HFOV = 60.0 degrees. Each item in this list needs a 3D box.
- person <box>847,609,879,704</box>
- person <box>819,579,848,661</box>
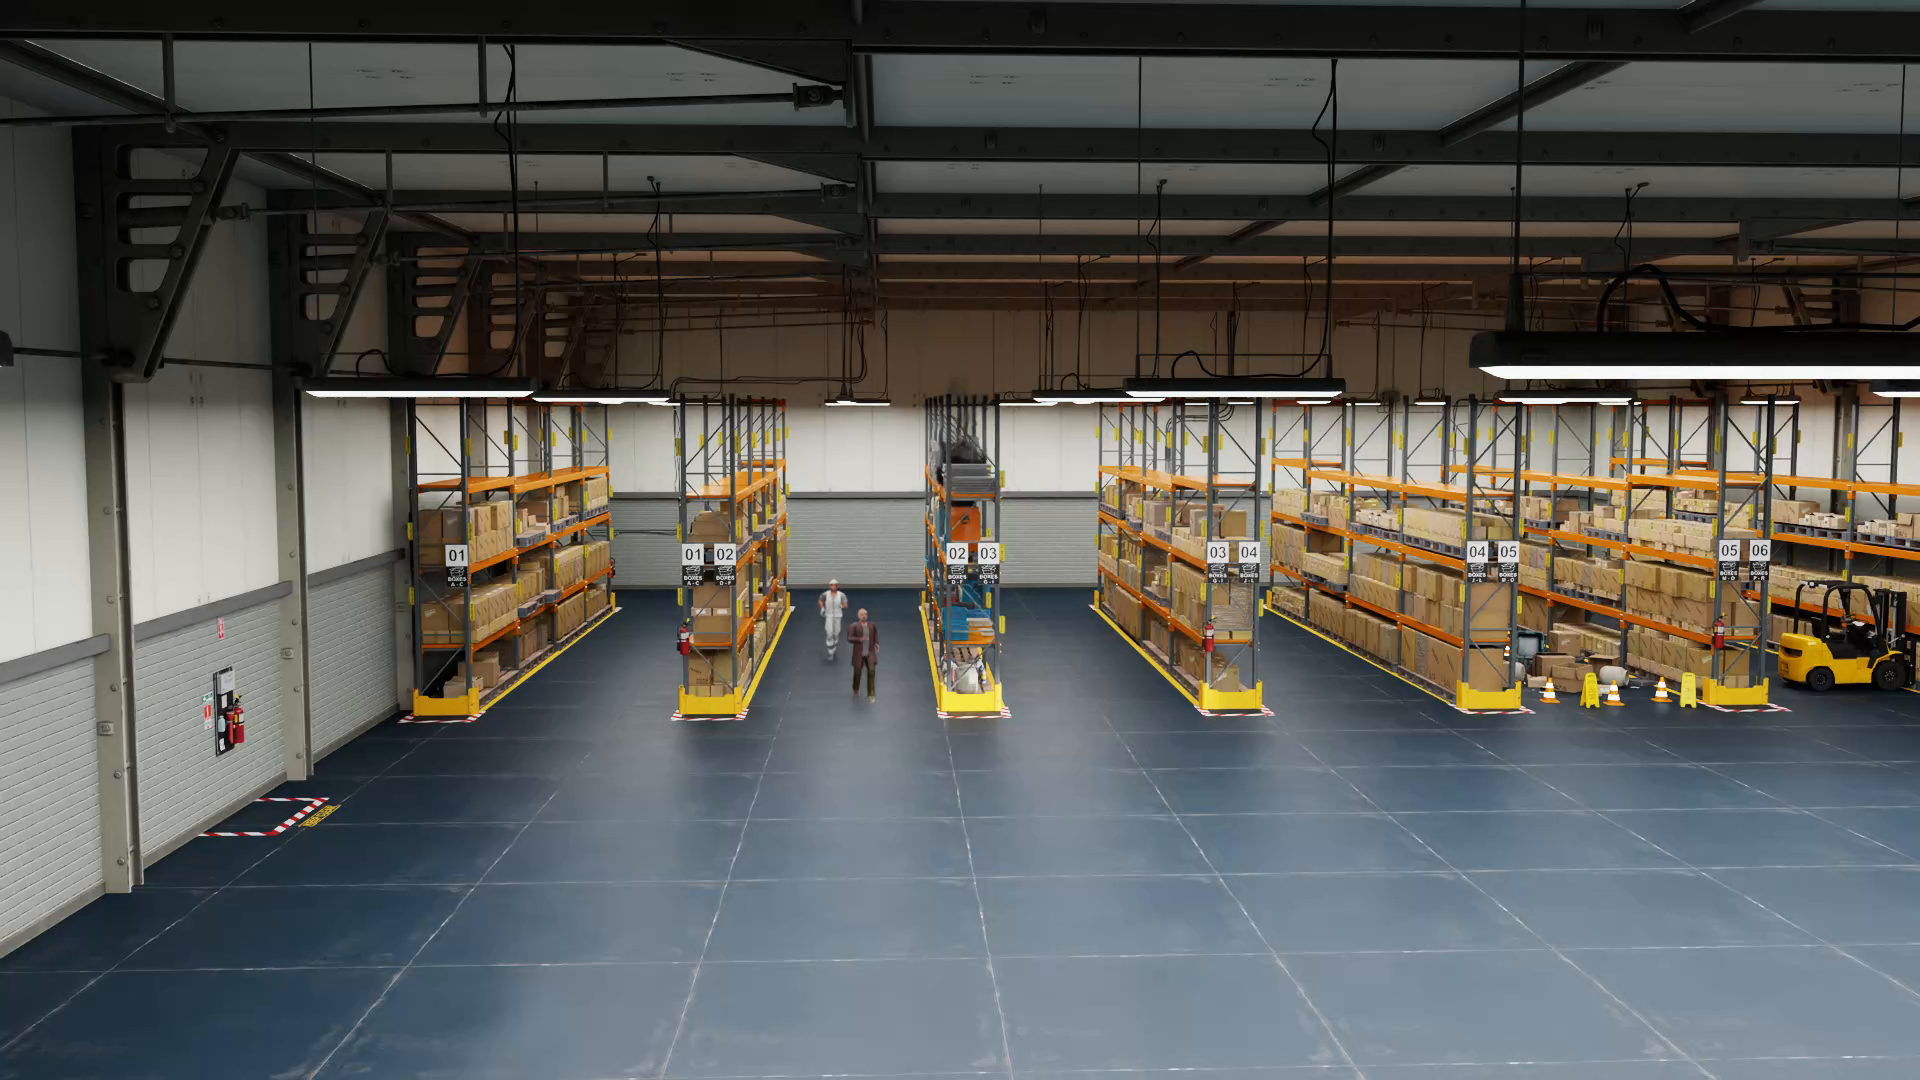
[{"bbox_3d":[-1.892,2.247,32.502,0.682,1.816,0.924,-1,5,-16],"label":"person"},{"bbox_3d":[-2.895,1.817,38.117,0.636,1.847,0.819,-1,5,-11],"label":"person"}]
